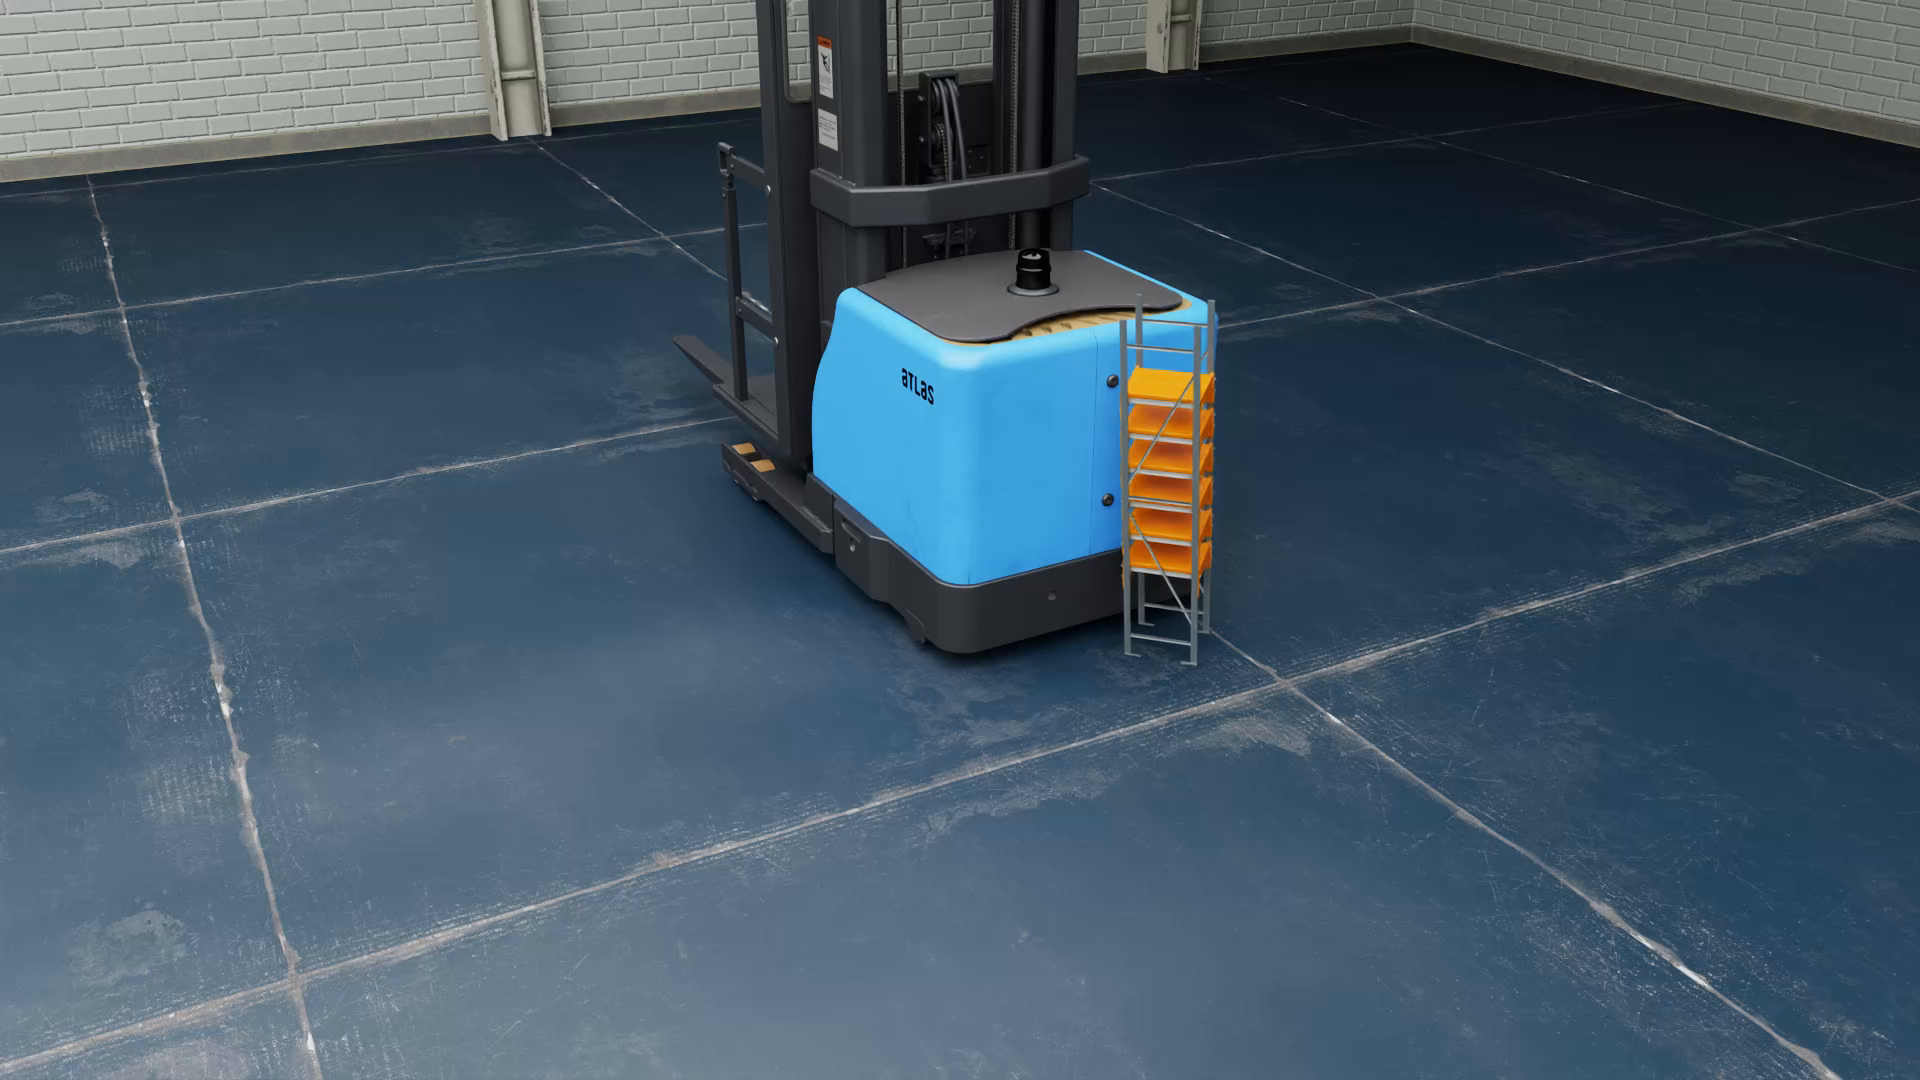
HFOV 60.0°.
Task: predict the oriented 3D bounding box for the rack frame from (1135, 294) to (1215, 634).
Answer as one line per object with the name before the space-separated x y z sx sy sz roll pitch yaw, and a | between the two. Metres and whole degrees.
rack frame | 0.677 -0.212 5.254 0.240 1.200 0.006 8 34 18

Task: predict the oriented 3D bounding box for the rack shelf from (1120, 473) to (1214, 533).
rack shelf | 0.649 -0.127 5.205 0.258 0.103 0.180 8 34 18

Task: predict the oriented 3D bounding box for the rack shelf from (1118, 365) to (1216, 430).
rack shelf | 0.626 -0.432 5.016 0.258 0.103 0.180 8 34 18

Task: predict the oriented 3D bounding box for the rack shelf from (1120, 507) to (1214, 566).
rack shelf | 0.657 -0.025 5.268 0.258 0.103 0.180 8 34 18

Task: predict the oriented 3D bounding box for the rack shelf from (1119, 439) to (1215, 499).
rack shelf | 0.641 -0.229 5.142 0.258 0.103 0.180 8 34 18

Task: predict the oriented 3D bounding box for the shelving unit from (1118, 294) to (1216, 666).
shelving unit | 0.646 -0.165 5.182 0.258 1.200 0.189 8 34 18

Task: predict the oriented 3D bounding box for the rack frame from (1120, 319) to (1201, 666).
rack frame | 0.616 -0.118 5.109 0.240 1.200 0.006 8 34 18

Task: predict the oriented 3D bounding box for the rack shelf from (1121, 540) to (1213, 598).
rack shelf | 0.665 0.077 5.331 0.258 0.103 0.180 8 34 18

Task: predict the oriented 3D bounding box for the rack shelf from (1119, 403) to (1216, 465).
rack shelf | 0.634 -0.331 5.079 0.258 0.103 0.180 8 34 18

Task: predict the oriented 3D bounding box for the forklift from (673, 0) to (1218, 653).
forklift | -0.303 -1.559 6.110 1.130 2.935 3.031 -13 29 -26

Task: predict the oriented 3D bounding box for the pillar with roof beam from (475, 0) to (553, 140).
pillar with roof beam | -1.327 -5.517 7.344 0.400 9.000 9.100 -13 29 -25

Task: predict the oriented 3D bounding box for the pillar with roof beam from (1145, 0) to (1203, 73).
pillar with roof beam | 3.967 -6.739 9.889 0.400 9.000 9.100 -13 29 -25
